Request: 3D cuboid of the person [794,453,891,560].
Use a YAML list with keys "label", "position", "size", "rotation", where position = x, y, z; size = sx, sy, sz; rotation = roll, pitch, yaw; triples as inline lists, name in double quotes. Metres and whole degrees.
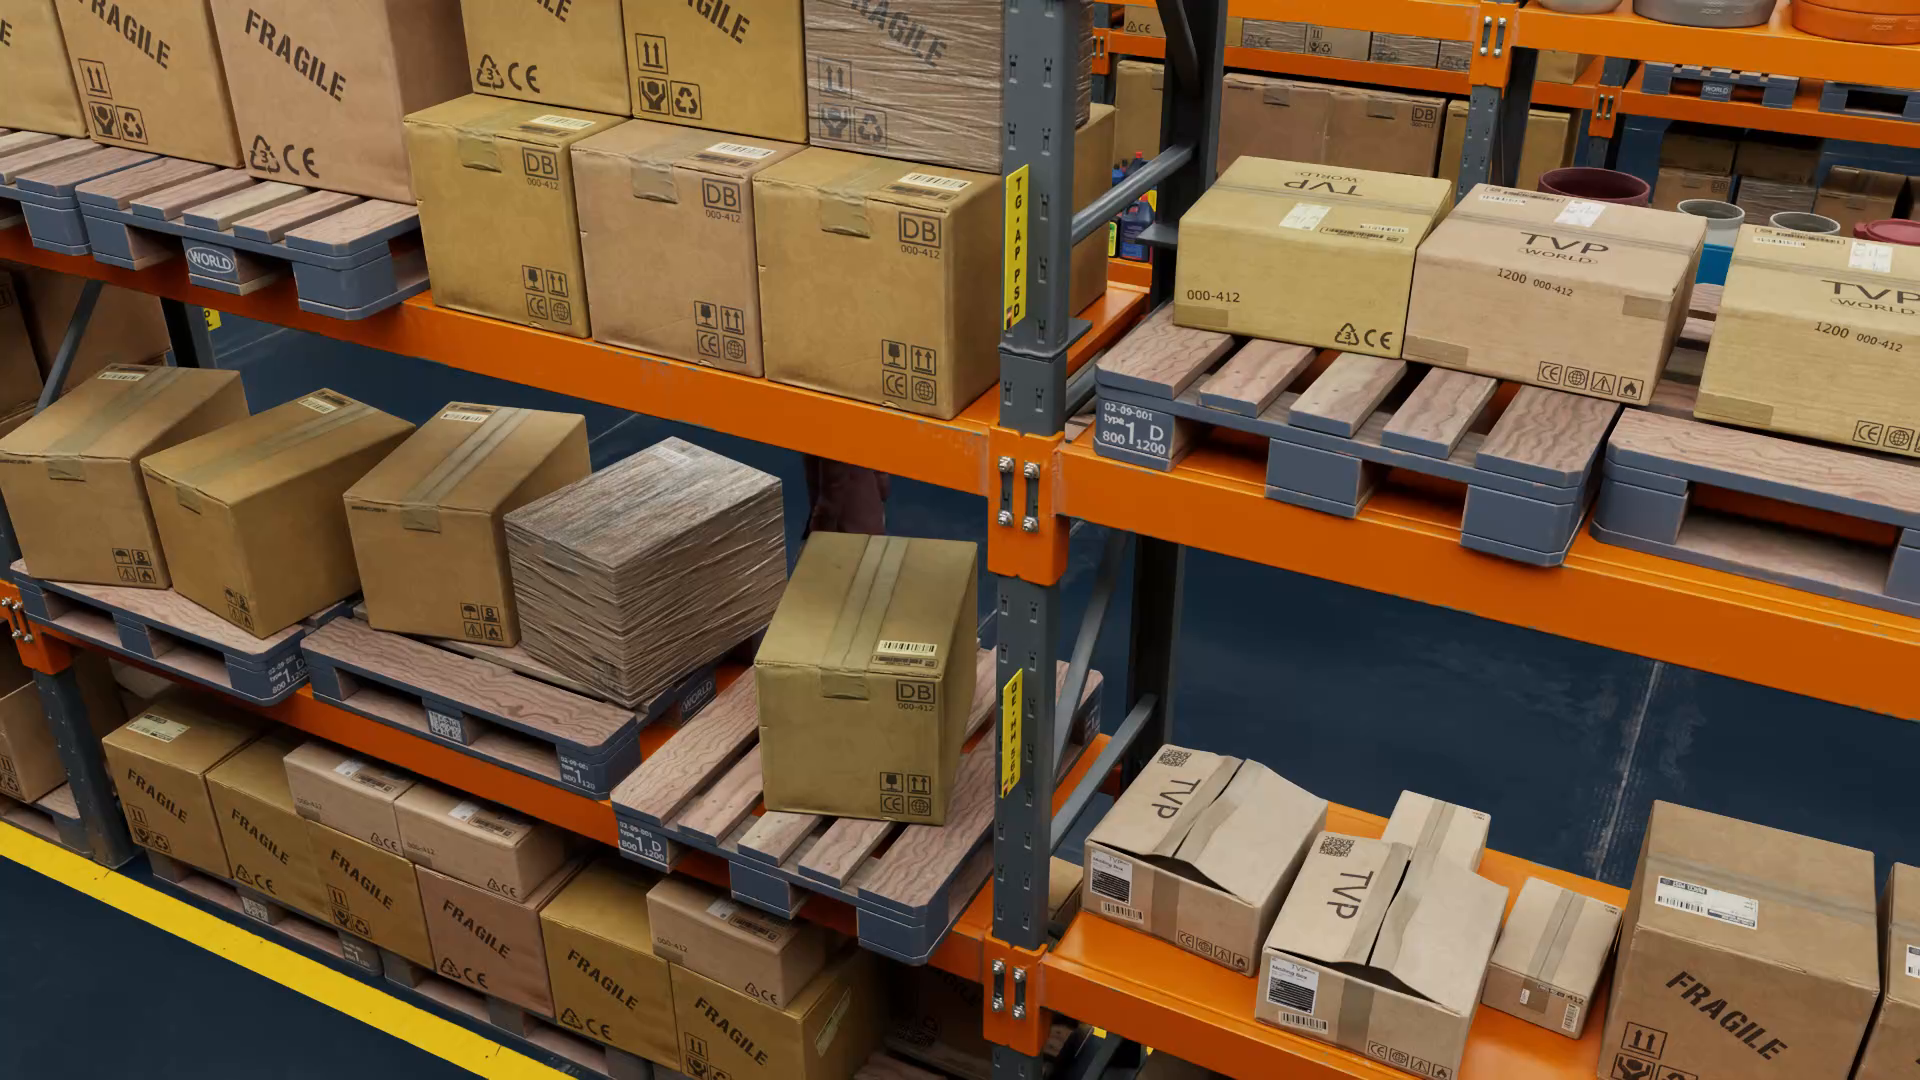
- label: "person"
  position: [-0.543, -0.077, 7.262]
  size: [0.736, 1.770, 0.590]
  rotation: [0, 30, 0]
